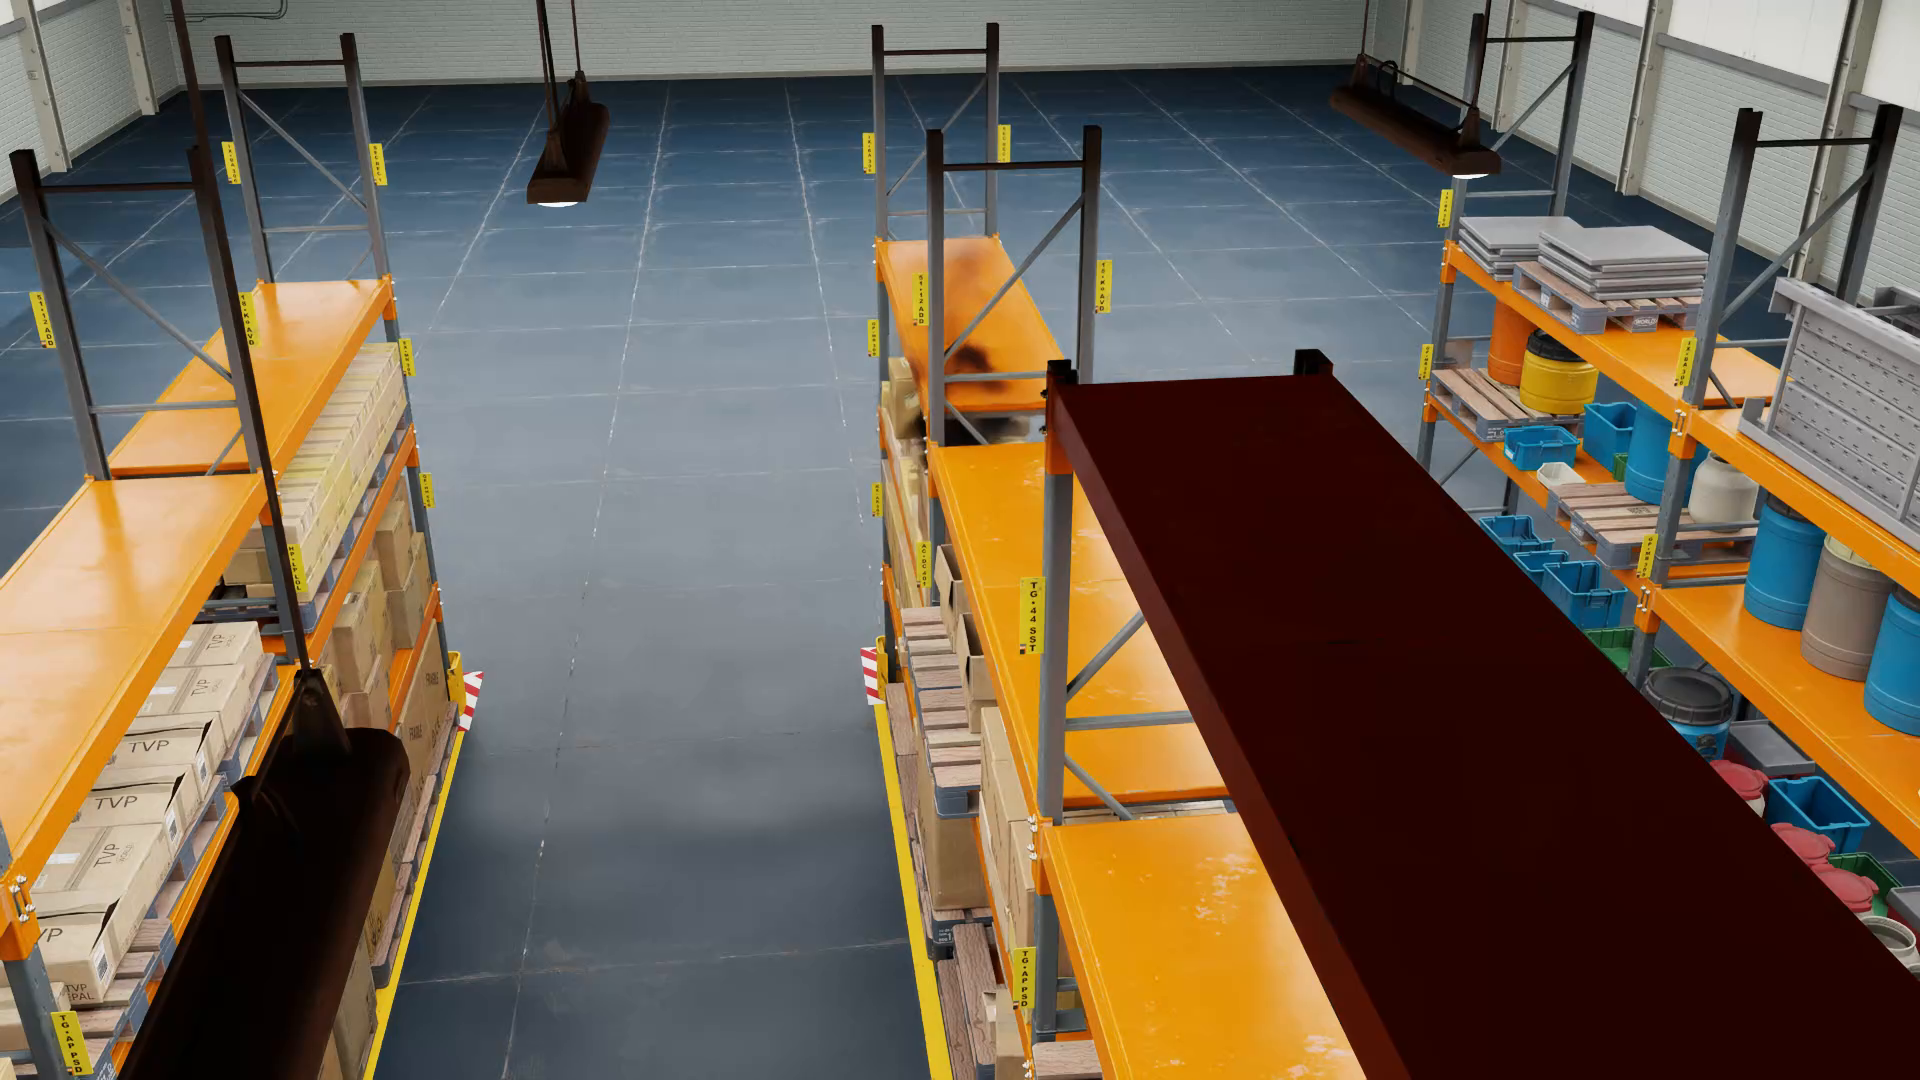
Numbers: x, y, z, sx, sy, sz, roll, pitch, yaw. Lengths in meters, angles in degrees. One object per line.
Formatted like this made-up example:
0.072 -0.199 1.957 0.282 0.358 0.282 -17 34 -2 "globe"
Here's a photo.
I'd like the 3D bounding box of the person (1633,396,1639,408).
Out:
7.462 -0.901 18.352 0.907 1.834 0.668 8 27 16 "person"
